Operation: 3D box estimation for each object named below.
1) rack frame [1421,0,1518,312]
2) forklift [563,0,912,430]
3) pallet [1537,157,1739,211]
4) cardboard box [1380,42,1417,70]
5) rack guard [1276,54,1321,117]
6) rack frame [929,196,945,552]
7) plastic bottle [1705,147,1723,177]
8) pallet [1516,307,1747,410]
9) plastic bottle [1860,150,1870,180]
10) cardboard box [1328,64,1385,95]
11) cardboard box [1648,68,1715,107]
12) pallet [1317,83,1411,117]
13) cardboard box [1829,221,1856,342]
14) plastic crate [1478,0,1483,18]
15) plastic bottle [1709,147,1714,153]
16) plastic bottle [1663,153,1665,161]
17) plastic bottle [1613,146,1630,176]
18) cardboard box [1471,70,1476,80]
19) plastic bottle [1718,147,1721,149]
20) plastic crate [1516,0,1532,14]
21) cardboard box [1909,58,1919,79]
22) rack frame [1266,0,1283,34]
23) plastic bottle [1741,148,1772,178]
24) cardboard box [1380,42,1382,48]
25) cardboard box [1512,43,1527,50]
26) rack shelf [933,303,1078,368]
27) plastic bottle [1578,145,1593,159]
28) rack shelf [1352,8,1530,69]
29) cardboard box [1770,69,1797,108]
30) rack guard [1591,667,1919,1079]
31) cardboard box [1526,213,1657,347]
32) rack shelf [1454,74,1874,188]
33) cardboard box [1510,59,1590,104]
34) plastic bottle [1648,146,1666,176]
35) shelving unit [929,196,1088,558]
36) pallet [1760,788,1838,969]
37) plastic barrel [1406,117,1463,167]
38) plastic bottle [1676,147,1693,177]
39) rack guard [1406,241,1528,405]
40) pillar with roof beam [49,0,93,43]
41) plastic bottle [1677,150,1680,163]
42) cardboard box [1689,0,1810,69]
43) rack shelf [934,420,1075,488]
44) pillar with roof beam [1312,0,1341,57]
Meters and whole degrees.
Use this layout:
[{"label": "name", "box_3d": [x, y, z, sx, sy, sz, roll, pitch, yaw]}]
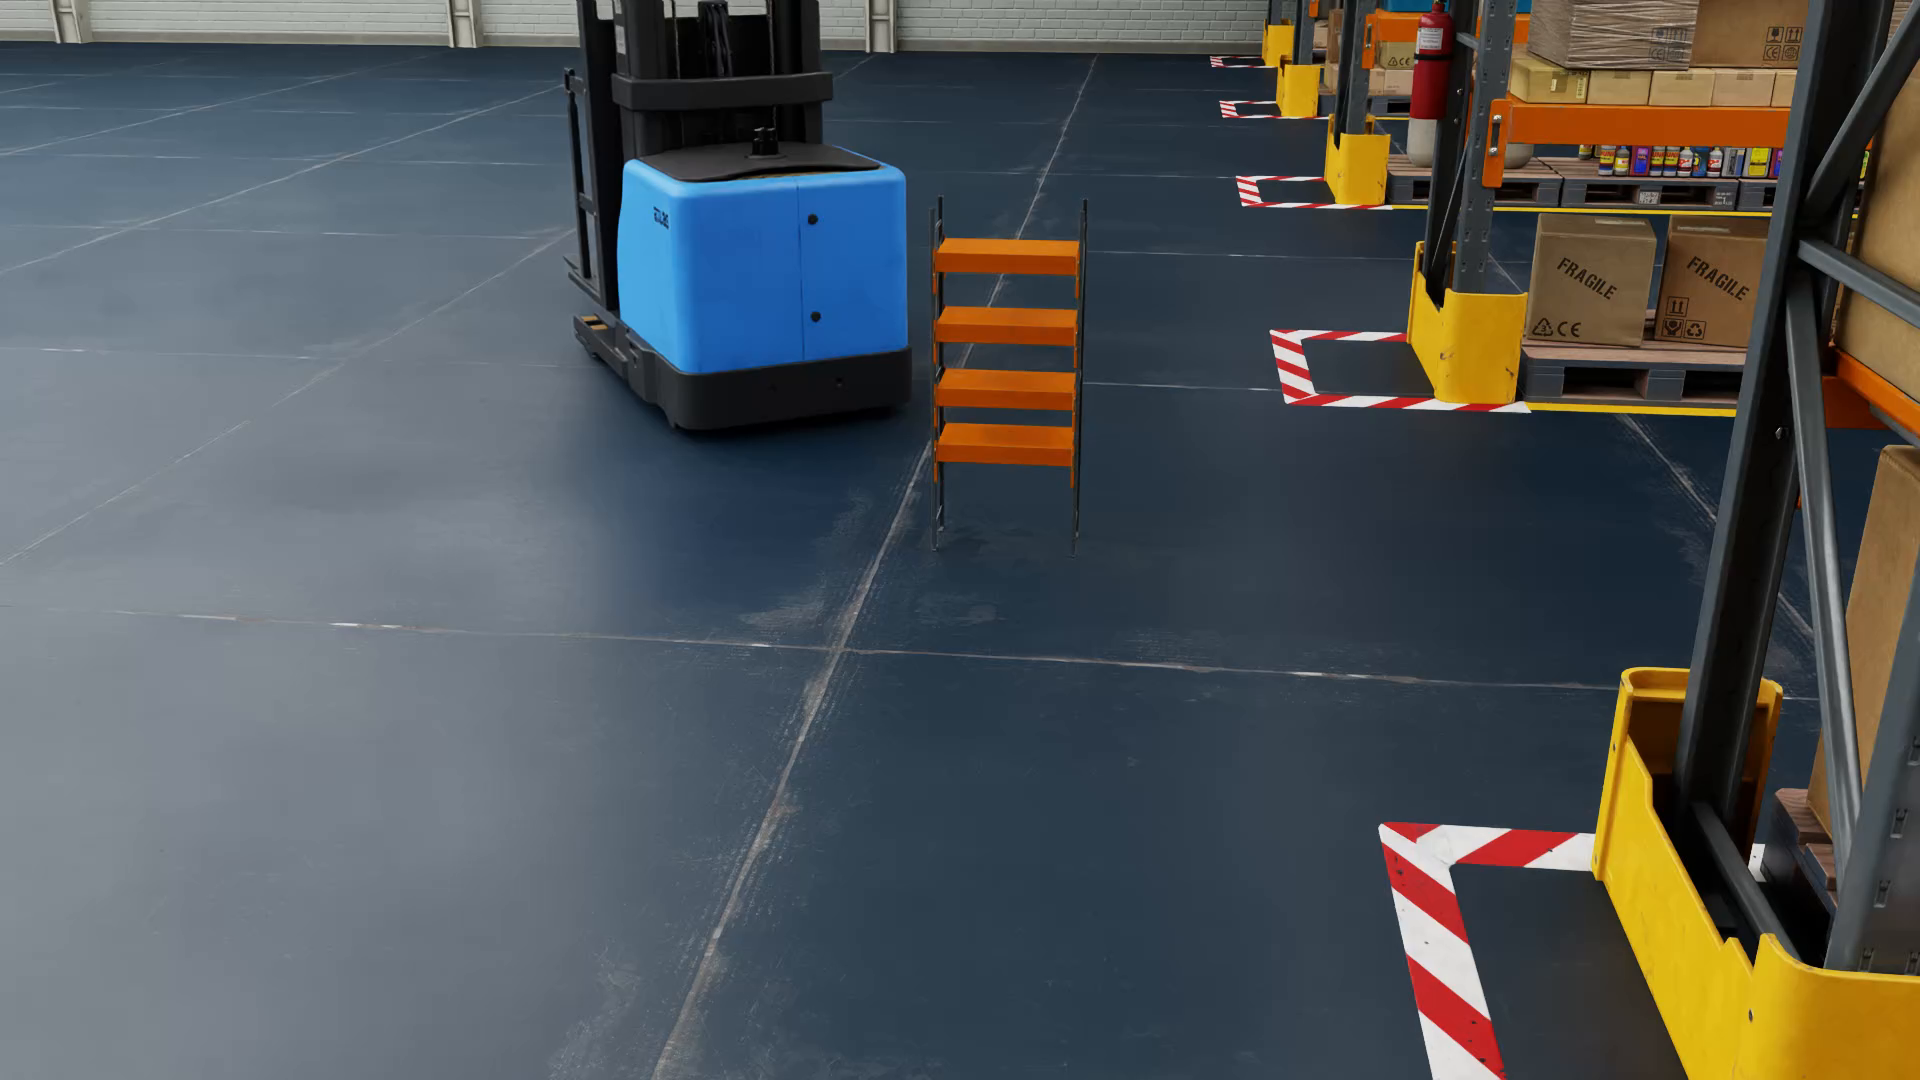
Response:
[{"label": "rack frame", "box_3d": [2.324, -2.224, 7.484, 0.127, 3.000, 1.000, 2, 22, 6]}, {"label": "forklift", "box_3d": [-1.295, -2.323, 7.828, 1.130, 2.935, 3.031, -10, 24, -23]}, {"label": "pallet", "box_3d": [5.002, -2.658, 12.377, 1.213, 0.211, 1.003, 2, 22, 6]}, {"label": "cardboard box", "box_3d": [4.497, -4.980, 16.606, 0.500, 0.500, 0.500, 2, 22, 6]}, {"label": "rack guard", "box_3d": [3.470, -4.679, 17.095, 0.348, 0.500, 1.175, 2, 22, 6]}, {"label": "rack frame", "box_3d": [-0.078, -0.561, 5.728, 0.015, 1.200, 0.240, 2, 22, 6]}, {"label": "plastic bottle", "box_3d": [5.413, -2.711, 11.924, 0.097, 0.201, 0.097, 0, 22, 0]}, {"label": "pallet", "box_3d": [3.202, -0.875, 7.867, 1.213, 0.211, 1.003, 2, 22, 6]}, {"label": "plastic bottle", "box_3d": [6.363, -2.701, 11.787, 0.133, 0.283, 0.061, 4, 22, 9]}, {"label": "cardboard box", "box_3d": [4.000, -4.652, 16.797, 0.500, 0.250, 0.500, 2, 22, 6]}, {"label": "cardboard box", "box_3d": [3.072, -1.973, 7.193, 0.250, 0.149, 0.380, 2, 22, 6]}, {"label": "pallet", "box_3d": [4.258, -4.526, 17.100, 1.213, 0.211, 1.003, 2, 22, 6]}, {"label": "cardboard box", "box_3d": [4.159, -1.176, 7.663, 0.500, 0.500, 0.500, 5, 22, 11]}, {"label": "plastic crate", "box_3d": [3.758, -3.753, 11.712, 0.250, 0.136, 0.298, 2, 22, 6]}, {"label": "plastic bottle", "box_3d": [5.661, -2.978, 12.599, 0.097, 0.201, 0.097, 0, 22, 0]}, {"label": "plastic bottle", "box_3d": [5.332, -3.053, 12.586, 0.185, 0.351, 0.144, 3, 22, 9]}, {"label": "plastic bottle", "box_3d": [4.774, -2.739, 11.995, 0.097, 0.201, 0.097, 0, 22, 0]}, {"label": "cardboard box", "box_3d": [4.993, -4.610, 16.690, 0.500, 0.250, 0.500, 2, 22, 6]}, {"label": "plastic bottle", "box_3d": [5.545, -2.793, 12.020, 0.133, 0.283, 0.061, 2, 22, 6]}, {"label": "plastic crate", "box_3d": [4.083, -4.020, 12.231, 0.408, 0.251, 0.499, 2, 22, 6]}, {"label": "cardboard box", "box_3d": [2.004, -0.959, 2.612, 0.550, 0.550, 0.875, 2, 22, 6]}, {"label": "rack frame", "box_3d": [4.073, -7.649, 21.208, 0.127, 3.000, 1.000, 2, 22, 6]}, {"label": "plastic bottle", "box_3d": [5.694, -2.777, 11.887, 0.185, 0.351, 0.144, 2, 22, 6]}, {"label": "cardboard box", "box_3d": [5.316, -6.516, 21.400, 0.500, 0.311, 0.500, 4, 22, 11]}, {"label": "cardboard box", "box_3d": [5.489, -4.935, 16.492, 0.500, 0.500, 0.500, 2, 22, 6]}, {"label": "rack shelf", "box_3d": [0.164, -0.696, 5.644, 0.480, 0.148, 0.258, 2, 22, 6]}, {"label": "plastic bottle", "box_3d": [4.782, -3.016, 12.696, 0.097, 0.201, 0.097, 0, 22, 0]}, {"label": "rack shelf", "box_3d": [4.893, -3.611, 11.972, 4.000, 0.370, 1.077, 2, 22, 6]}, {"label": "cardboard box", "box_3d": [3.570, -1.957, 7.151, 0.250, 0.149, 0.380, 2, 22, 6]}, {"label": "rack guard", "box_3d": [1.616, 0.744, 3.377, 0.348, 0.500, 1.175, 2, 22, 6]}, {"label": "cardboard box", "box_3d": [2.942, -1.223, 7.783, 0.500, 0.500, 0.500, 7, 23, 16]}, {"label": "rack shelf", "box_3d": [4.310, -1.803, 7.398, 4.000, 0.370, 1.077, 2, 22, 6]}, {"label": "cardboard box", "box_3d": [2.579, -2.007, 7.279, 0.250, 0.149, 0.380, 2, 22, 6]}, {"label": "plastic bottle", "box_3d": [5.011, -2.761, 11.955, 0.097, 0.271, 0.097, 0, 22, 0]}, {"label": "shelving unit", "box_3d": [0.164, -0.551, 5.701, 0.503, 1.200, 0.258, 2, 22, 6]}, {"label": "pallet", "box_3d": [2.443, 0.886, 3.412, 1.213, 0.211, 1.003, 2, 22, 6]}, {"label": "plastic barrel", "box_3d": [3.570, -3.070, 12.437, 0.421, 0.512, 0.421, 0, 22, 0]}, {"label": "plastic bottle", "box_3d": [5.209, -2.720, 11.947, 0.097, 0.201, 0.097, 0, 22, 0]}, {"label": "rack guard", "box_3d": [2.400, -1.058, 7.936, 0.348, 0.500, 1.175, 2, 22, 6]}, {"label": "pillar with roof beam", "box_3d": [-13.512, -9.932, 18.821, 0.400, 9.000, 9.100, 2, 22, 6]}, {"label": "plastic bottle", "box_3d": [5.361, -2.937, 12.497, 0.097, 0.201, 0.097, 0, 22, 0]}, {"label": "cardboard box", "box_3d": [3.378, -2.397, 7.382, 0.500, 0.500, 0.875, 2, 22, 6]}, {"label": "rack shelf", "box_3d": [0.164, -0.304, 5.799, 0.480, 0.148, 0.258, 2, 22, 6]}, {"label": "pillar with roof beam", "box_3d": [4.363, -9.153, 16.851, 0.400, 9.000, 9.100, 2, 22, 6]}]
